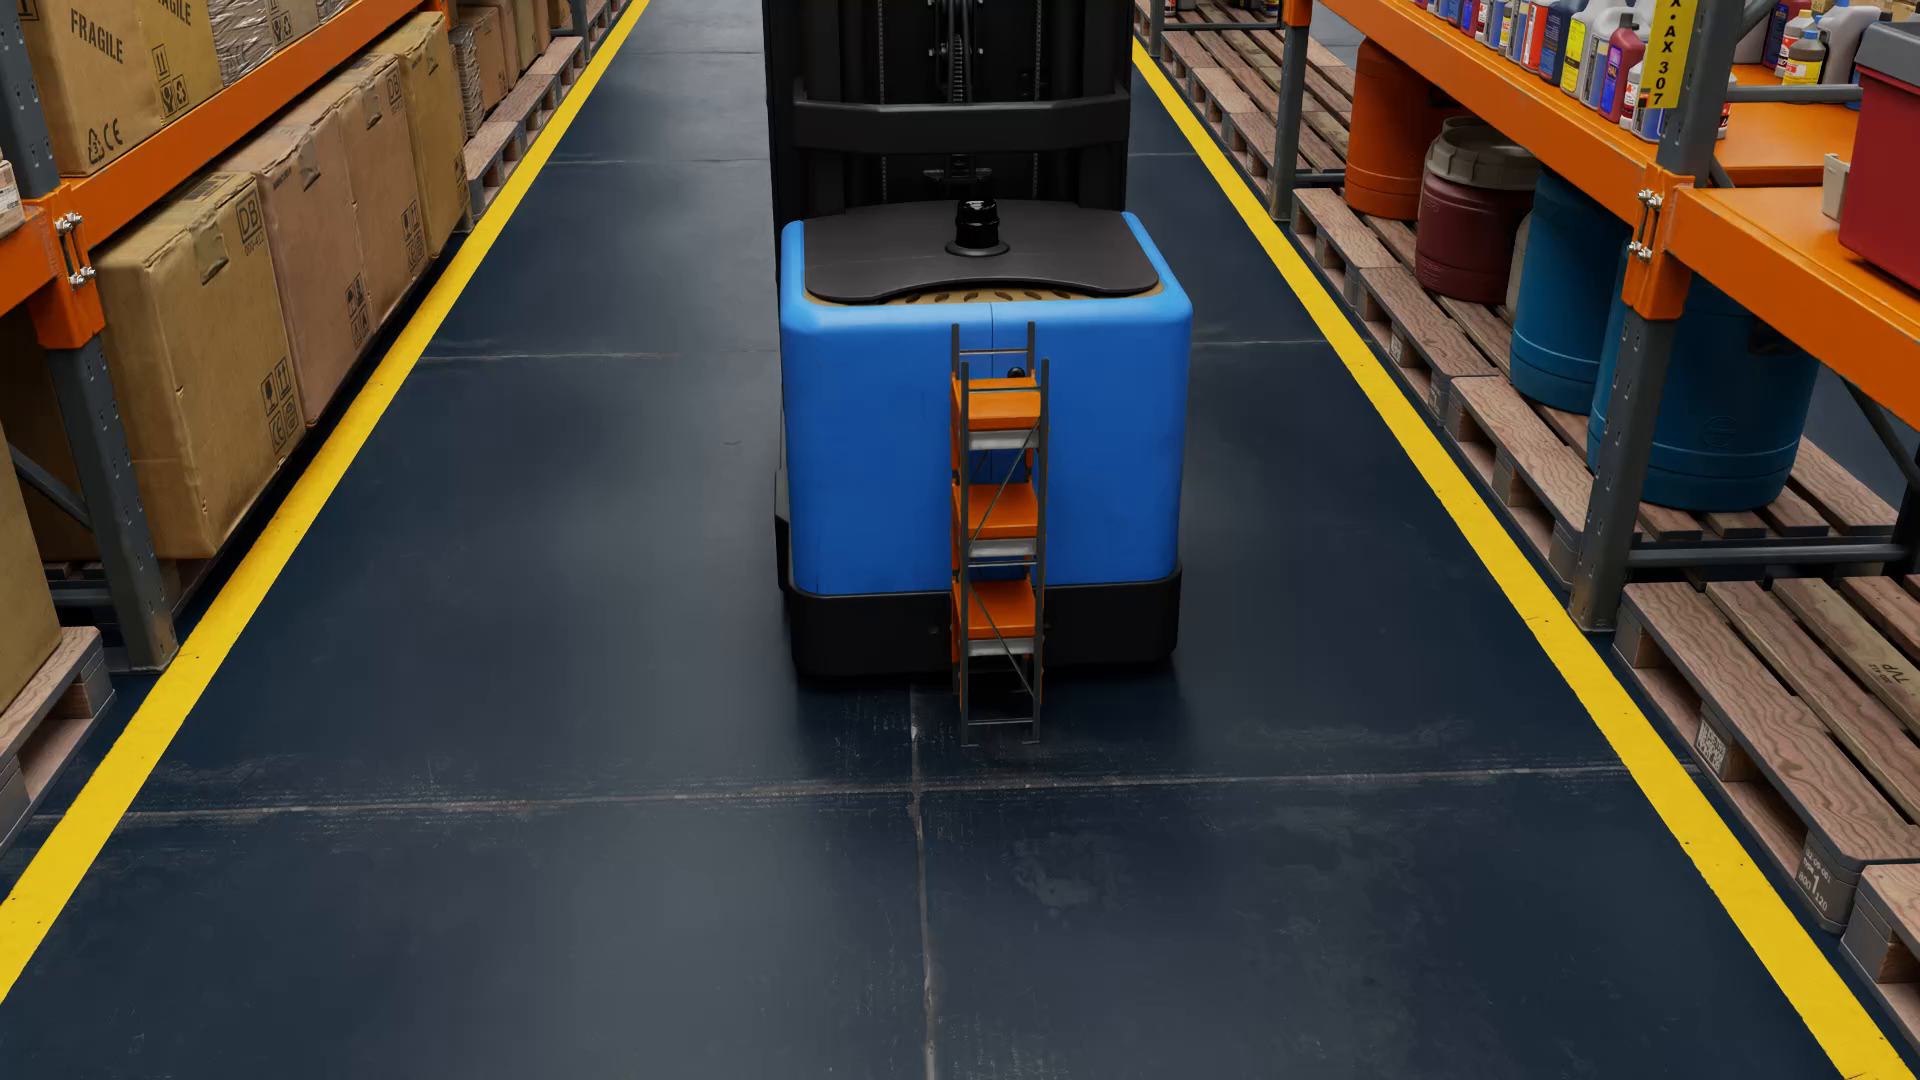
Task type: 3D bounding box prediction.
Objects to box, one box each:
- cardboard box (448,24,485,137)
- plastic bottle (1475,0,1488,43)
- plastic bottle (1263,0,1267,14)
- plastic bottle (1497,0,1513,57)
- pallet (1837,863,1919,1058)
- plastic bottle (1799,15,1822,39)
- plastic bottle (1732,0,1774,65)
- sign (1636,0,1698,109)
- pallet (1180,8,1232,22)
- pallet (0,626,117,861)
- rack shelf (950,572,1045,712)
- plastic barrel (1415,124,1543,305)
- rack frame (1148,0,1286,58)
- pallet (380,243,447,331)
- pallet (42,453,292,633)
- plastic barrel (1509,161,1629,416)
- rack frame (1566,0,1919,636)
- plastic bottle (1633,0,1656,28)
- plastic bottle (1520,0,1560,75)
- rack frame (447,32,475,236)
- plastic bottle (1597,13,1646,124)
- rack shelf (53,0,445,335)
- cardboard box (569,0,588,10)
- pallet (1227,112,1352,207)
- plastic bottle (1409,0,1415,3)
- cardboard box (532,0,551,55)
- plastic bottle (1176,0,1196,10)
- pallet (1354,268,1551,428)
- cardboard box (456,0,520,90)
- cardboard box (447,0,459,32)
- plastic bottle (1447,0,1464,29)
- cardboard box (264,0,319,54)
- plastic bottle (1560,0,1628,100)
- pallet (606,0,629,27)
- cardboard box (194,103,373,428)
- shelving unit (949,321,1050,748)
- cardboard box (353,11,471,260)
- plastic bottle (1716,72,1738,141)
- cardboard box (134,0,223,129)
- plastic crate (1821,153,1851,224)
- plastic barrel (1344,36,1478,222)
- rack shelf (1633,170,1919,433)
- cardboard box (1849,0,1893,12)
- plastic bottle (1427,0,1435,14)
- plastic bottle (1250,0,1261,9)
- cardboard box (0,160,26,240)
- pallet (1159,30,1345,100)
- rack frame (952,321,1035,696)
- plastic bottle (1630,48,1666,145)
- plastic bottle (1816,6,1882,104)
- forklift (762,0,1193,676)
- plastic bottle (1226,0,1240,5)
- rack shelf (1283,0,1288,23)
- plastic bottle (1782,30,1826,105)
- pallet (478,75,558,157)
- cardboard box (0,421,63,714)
[{"bbox_3d":[-2.985,-2.479,8.986,0.700,0.500,0.500,-4,28,-7],"label":"cardboard box"},{"bbox_3d":[1.826,-1.809,5.690,0.097,0.201,0.097,0,28,0],"label":"plastic bottle"},{"bbox_3d":[2.265,-3.953,12.136,0.097,0.201,0.097,0,28,0],"label":"plastic bottle"},{"bbox_3d":[1.838,-1.702,5.485,0.097,0.201,0.097,0,28,0],"label":"plastic bottle"},{"bbox_3d":[2.411,1.040,3.027,1.003,0.211,1.213,-1,28,-3],"label":"pallet"},{"bbox_3d":[2.621,-1.502,5.102,0.097,0.201,0.097,0,28,0],"label":"plastic bottle"},{"bbox_3d":[2.575,-1.695,5.390,0.152,0.276,0.135,-1,28,-3],"label":"plastic bottle"},{"bbox_3d":[1.718,-1.210,4.026,0.100,0.325,0.005,-1,28,-3],"label":"sign"},{"bbox_3d":[1.789,-4.433,13.522,1.003,0.211,1.213,-1,28,-3],"label":"pallet"},{"bbox_3d":[-2.717,0.610,3.853,1.003,0.211,1.213,-1,28,-3],"label":"pallet"},{"bbox_3d":[0.091,0.258,4.244,0.215,0.259,0.240,-2,28,-5],"label":"rack shelf"},{"bbox_3d":[2.160,-1.317,6.684,0.600,0.588,0.708,-1,28,-3],"label":"plastic barrel"},{"bbox_3d":[1.849,-4.794,11.198,1.000,3.000,0.127,-1,28,-3],"label":"rack frame"},{"bbox_3d":[-2.922,-1.225,7.370,1.003,0.211,1.213,-1,28,-3],"label":"pallet"},{"bbox_3d":[-2.795,-0.098,5.210,1.003,0.211,1.213,-1,28,-3],"label":"pallet"},{"bbox_3d":[2.219,-0.934,5.612,0.600,0.901,0.708,-1,28,-3],"label":"plastic barrel"},{"bbox_3d":[2.267,-1.099,4.114,1.000,3.000,0.127,-1,28,-3],"label":"rack frame"},{"bbox_3d":[2.036,-1.498,4.931,0.144,0.351,0.185,-1,28,-3],"label":"plastic bottle"},{"bbox_3d":[1.878,-1.620,5.247,0.152,0.276,0.135,-1,28,-3],"label":"plastic bottle"},{"bbox_3d":[-2.888,-2.827,7.427,1.000,3.000,0.127,-1,28,-3],"label":"rack frame"},{"bbox_3d":[1.866,-1.328,4.678,0.061,0.283,0.133,-1,28,-3],"label":"plastic bottle"},{"bbox_3d":[-2.783,-1.584,5.822,1.077,0.370,4.000,-1,28,-3],"label":"rack shelf"},{"bbox_3d":[-3.115,-4.202,12.312,0.500,0.500,0.500,7,28,14],"label":"cardboard box"},{"bbox_3d":[2.057,-2.069,8.989,1.003,0.211,1.213,-1,28,-3],"label":"pallet"},{"bbox_3d":[1.785,-2.201,6.365,0.097,0.271,0.097,0,28,0],"label":"plastic bottle"},{"bbox_3d":[-3.086,-3.477,10.900,0.700,0.500,0.500,-3,28,-7],"label":"cardboard box"},{"bbox_3d":[1.672,-4.108,12.272,0.144,0.351,0.185,-1,28,-3],"label":"plastic bottle"},{"bbox_3d":[2.202,-0.785,6.527,1.003,0.211,1.213,-1,28,-3],"label":"pallet"},{"bbox_3d":[-3.050,-2.998,9.982,0.700,0.500,0.500,-4,28,-7],"label":"cardboard box"},{"bbox_3d":[-2.991,-2.800,8.791,0.500,0.250,0.500,2,28,3],"label":"cardboard box"},{"bbox_3d":[1.835,-2.003,5.900,0.144,0.351,0.185,-1,28,-3],"label":"plastic bottle"},{"bbox_3d":[-2.538,-1.944,5.626,0.500,0.500,0.500,-1,28,-2],"label":"cardboard box"},{"bbox_3d":[1.892,-1.494,4.924,0.144,0.351,0.185,-1,28,-3],"label":"plastic bottle"},{"bbox_3d":[-3.234,-4.312,13.289,1.003,0.211,1.213,-1,28,-3],"label":"pallet"},{"bbox_3d":[-2.780,-0.932,5.636,1.225,0.875,0.875,-2,28,-4],"label":"cardboard box"},{"bbox_3d":[0.091,0.002,4.110,0.215,1.050,0.252,-2,28,-5],"label":"shelving unit"},{"bbox_3d":[-2.873,-1.752,7.209,1.225,0.875,0.875,-3,28,-5],"label":"cardboard box"},{"bbox_3d":[2.047,-1.197,4.516,0.097,0.201,0.097,0,28,0],"label":"plastic bottle"},{"bbox_3d":[-2.481,-1.475,4.726,0.500,0.500,0.500,-1,28,-3],"label":"cardboard box"},{"bbox_3d":[2.149,-0.791,3.743,0.396,0.136,0.243,-1,28,-3],"label":"plastic crate"},{"bbox_3d":[2.101,-1.945,7.628,0.600,0.830,0.708,-1,28,-3],"label":"plastic barrel"},{"bbox_3d":[2.372,0.143,2.510,1.077,0.370,4.000,-1,28,-3],"label":"rack shelf"},{"bbox_3d":[6.570,-3.687,11.594,0.500,0.250,0.500,-2,28,-4],"label":"cardboard box"},{"bbox_3d":[1.797,-2.094,6.161,0.097,0.271,0.097,0,28,0],"label":"plastic bottle"},{"bbox_3d":[2.226,-4.088,12.313,0.152,0.276,0.135,0,28,-1],"label":"plastic bottle"},{"bbox_3d":[-2.336,-0.736,3.688,0.380,0.149,0.250,-1,28,-2],"label":"cardboard box"},{"bbox_3d":[1.929,-3.196,11.149,1.003,0.211,1.213,-1,28,-3],"label":"pallet"},{"bbox_3d":[0.080,-0.054,4.218,0.200,1.050,0.008,-2,28,-5],"label":"rack frame"},{"bbox_3d":[1.924,-1.219,4.477,0.152,0.276,0.135,-1,28,-3],"label":"plastic bottle"},{"bbox_3d":[2.604,-1.436,4.894,0.152,0.276,0.135,-1,28,-3],"label":"plastic bottle"},{"bbox_3d":[-0.057,-1.589,5.128,1.130,2.935,3.031,-2,28,-5],"label":"forklift"},{"bbox_3d":[2.078,-4.194,12.436,0.144,0.351,0.185,-1,28,-3],"label":"plastic bottle"},{"bbox_3d":[1.954,-3.551,9.593,1.077,0.370,4.000,-1,28,-3],"label":"rack shelf"},{"bbox_3d":[2.481,-1.392,4.889,0.097,0.201,0.097,0,28,0],"label":"plastic bottle"},{"bbox_3d":[-2.988,-2.514,9.841,1.003,0.211,1.213,-1,28,-3],"label":"pallet"},{"bbox_3d":[-2.724,0.083,3.691,0.875,0.875,0.875,-1,28,-3],"label":"cardboard box"}]
